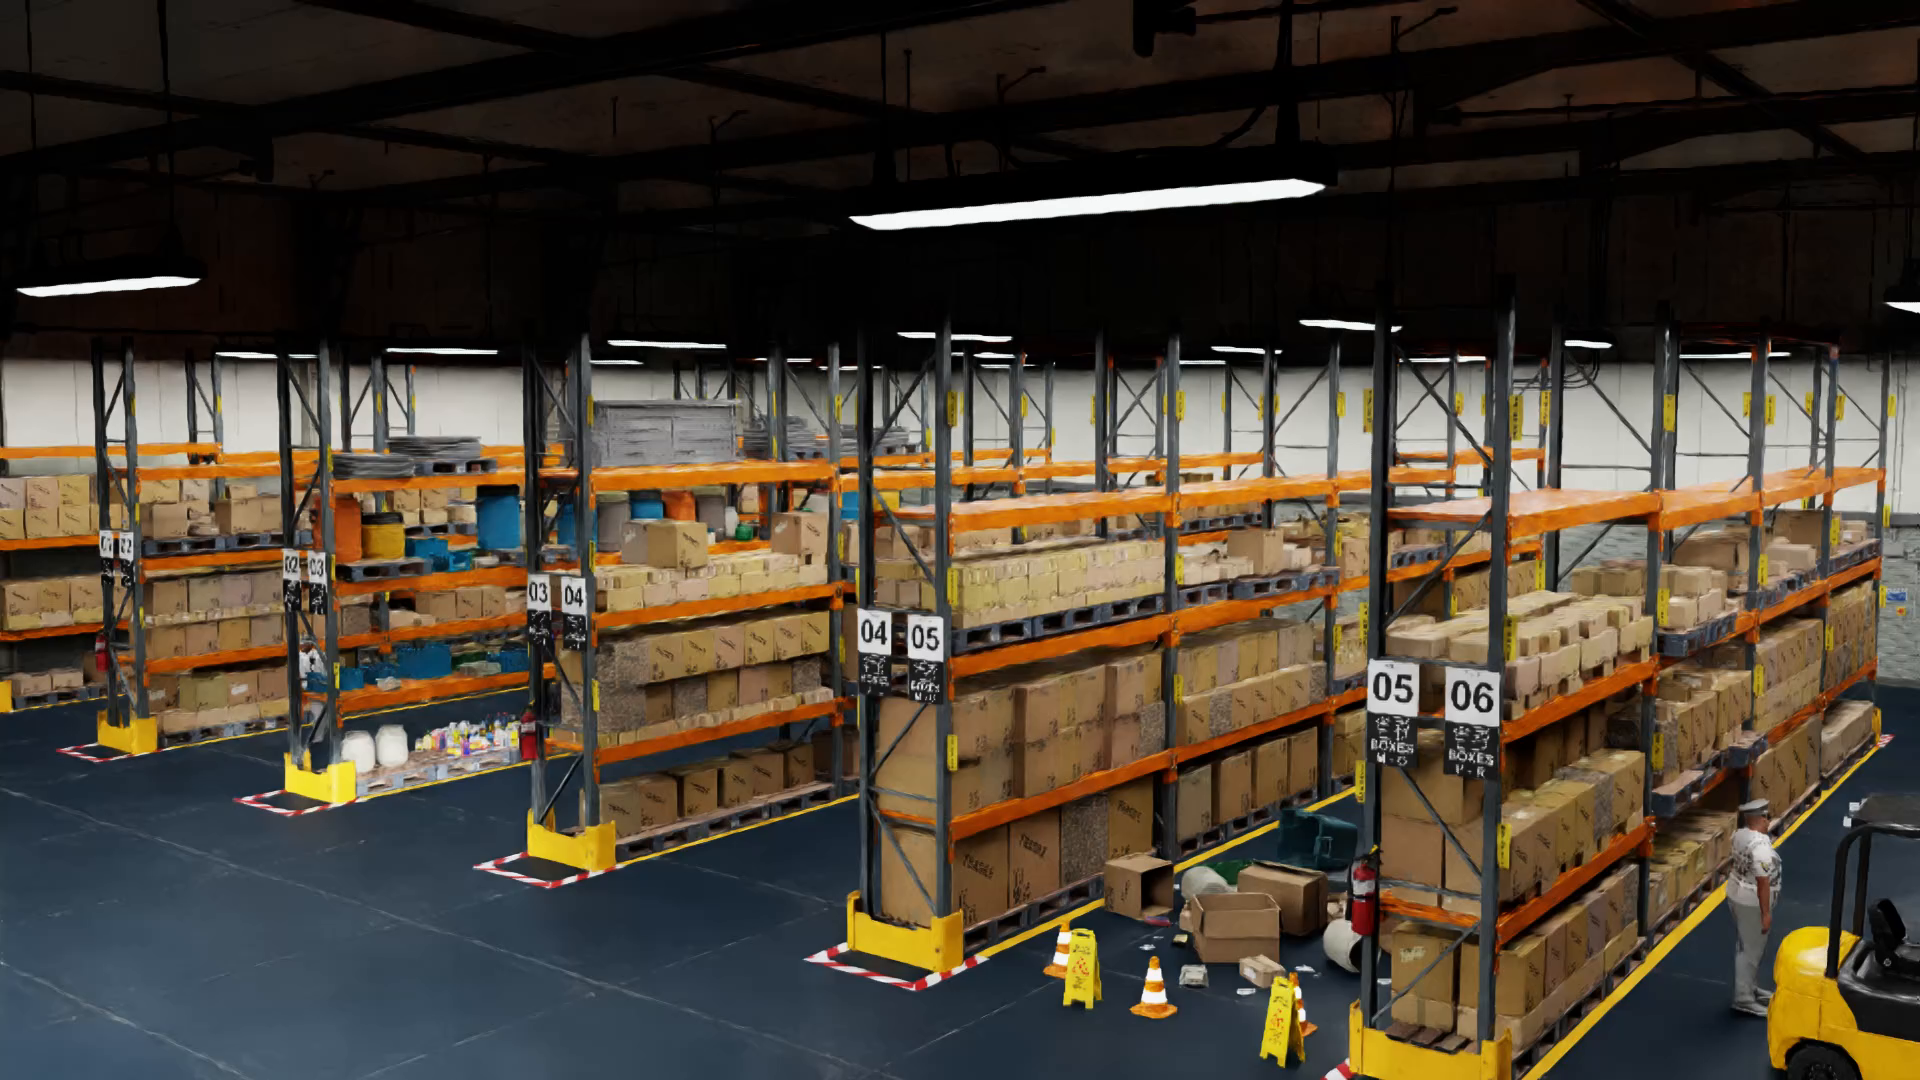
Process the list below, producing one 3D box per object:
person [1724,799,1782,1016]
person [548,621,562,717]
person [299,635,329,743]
[{"bbox_3d":[6.709,3.058,13.997,0.469,1.757,0.589,1,5,6],"label":"person"},{"bbox_3d":[-6.506,2.048,26.735,0.592,1.604,0.518,4,6,35],"label":"person"},{"bbox_3d":[-9.656,2.189,24.939,0.622,1.604,0.805,2,5,21],"label":"person"}]
